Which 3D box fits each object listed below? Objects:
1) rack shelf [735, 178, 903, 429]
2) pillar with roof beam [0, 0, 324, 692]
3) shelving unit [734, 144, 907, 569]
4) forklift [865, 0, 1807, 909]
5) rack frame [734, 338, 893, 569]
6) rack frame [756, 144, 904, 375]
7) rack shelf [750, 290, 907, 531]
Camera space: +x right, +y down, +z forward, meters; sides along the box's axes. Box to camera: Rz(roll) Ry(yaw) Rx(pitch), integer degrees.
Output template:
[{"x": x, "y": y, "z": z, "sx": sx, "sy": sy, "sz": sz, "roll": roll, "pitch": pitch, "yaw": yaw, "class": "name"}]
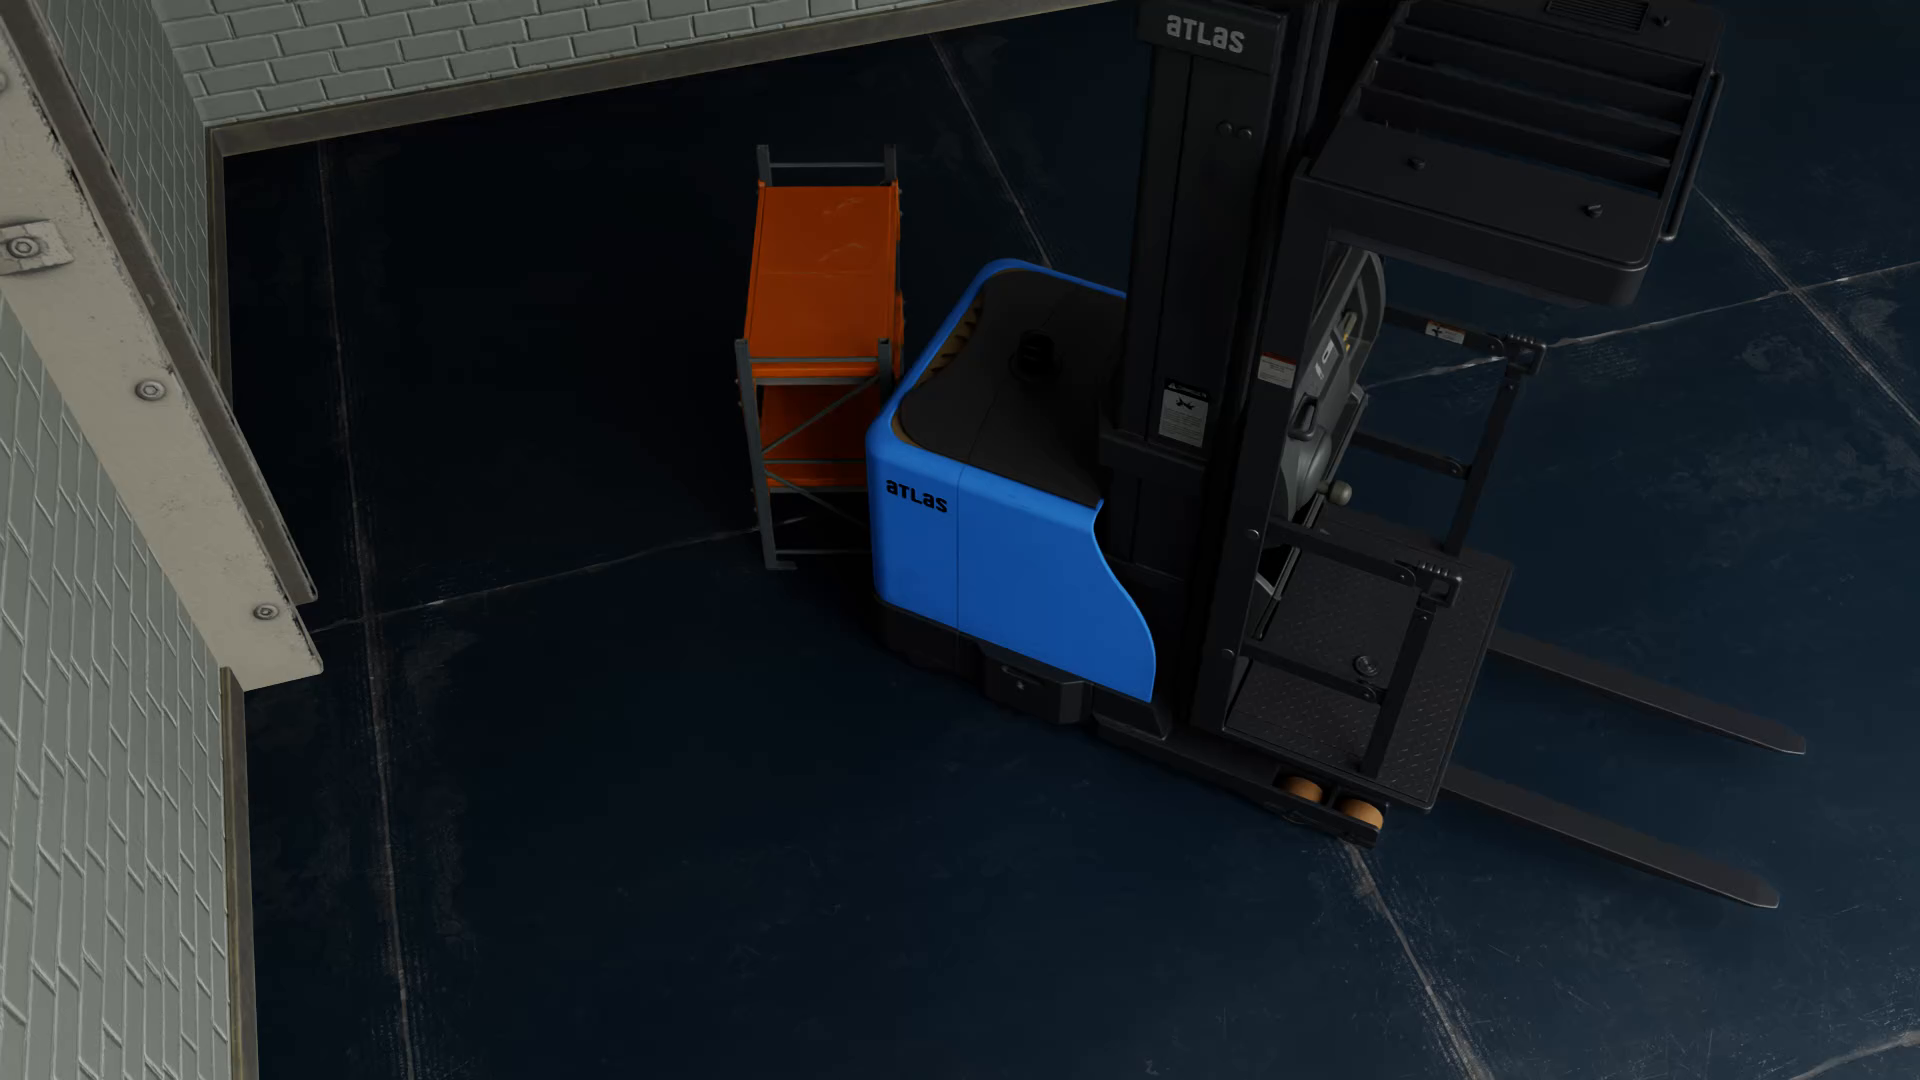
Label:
[{"x": -0.476, "y": -0.848, "z": 5.846, "sx": 0.538, "sy": 0.278, "sz": 1.000, "roll": 0, "pitch": 50, "yaw": 0, "class": "rack shelf"}, {"x": 1.665, "y": -3.517, "z": 3.329, "sx": 9.100, "sy": 9.000, "sz": 0.400, "roll": -13, "pitch": 51, "yaw": -11, "class": "pillar with roof beam"}, {"x": -0.476, "y": -0.659, "z": 6.070, "sx": 0.538, "sy": 1.125, "sz": 1.048, "roll": 0, "pitch": 50, "yaw": 0, "class": "shelving unit"}, {"x": 1.245, "y": -0.417, "z": 4.685, "sx": 3.031, "sy": 2.935, "sz": 1.130, "roll": 20, "pitch": 53, "yaw": 16, "class": "forklift"}, {"x": -0.471, "y": -0.271, "z": 5.743, "sx": 0.500, "sy": 1.125, "sz": 0.032, "roll": 0, "pitch": 50, "yaw": 0, "class": "rack frame"}, {"x": -0.481, "y": -1.048, "z": 6.398, "sx": 0.500, "sy": 1.125, "sz": 0.032, "roll": 0, "pitch": 50, "yaw": 0, "class": "rack frame"}, {"x": -0.476, "y": -0.502, "z": 6.257, "sx": 0.538, "sy": 0.278, "sz": 1.000, "roll": 0, "pitch": 50, "yaw": 0, "class": "rack shelf"}]
